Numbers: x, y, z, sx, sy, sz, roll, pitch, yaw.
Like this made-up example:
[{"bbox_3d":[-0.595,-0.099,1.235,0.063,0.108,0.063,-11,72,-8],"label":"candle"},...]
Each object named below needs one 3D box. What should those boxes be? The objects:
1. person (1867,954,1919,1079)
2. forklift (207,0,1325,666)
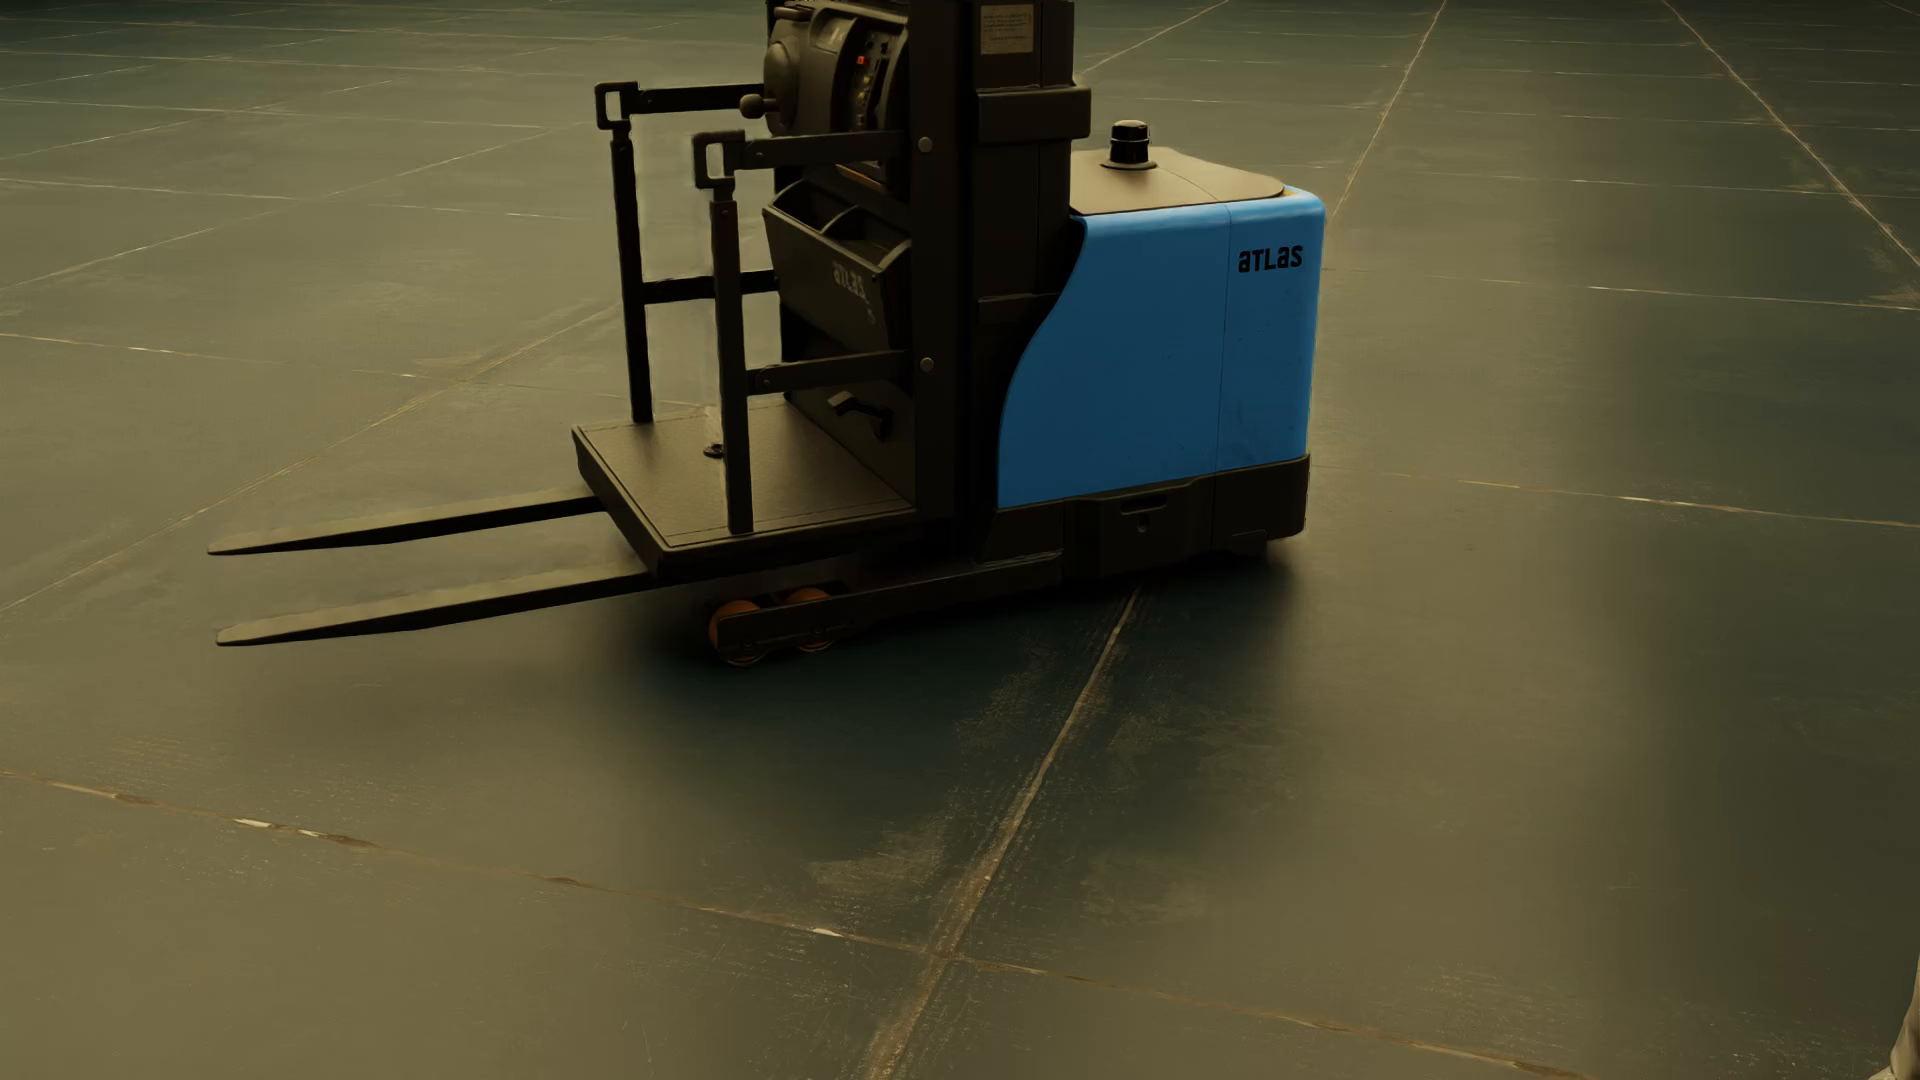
[{"bbox_3d":[1.666,0.229,2.363,0.343,1.689,0.448,-19,29,-38],"label":"person"},{"bbox_3d":[-0.521,-1.257,4.324,3.031,2.935,1.130,-10,24,-23],"label":"forklift"}]
